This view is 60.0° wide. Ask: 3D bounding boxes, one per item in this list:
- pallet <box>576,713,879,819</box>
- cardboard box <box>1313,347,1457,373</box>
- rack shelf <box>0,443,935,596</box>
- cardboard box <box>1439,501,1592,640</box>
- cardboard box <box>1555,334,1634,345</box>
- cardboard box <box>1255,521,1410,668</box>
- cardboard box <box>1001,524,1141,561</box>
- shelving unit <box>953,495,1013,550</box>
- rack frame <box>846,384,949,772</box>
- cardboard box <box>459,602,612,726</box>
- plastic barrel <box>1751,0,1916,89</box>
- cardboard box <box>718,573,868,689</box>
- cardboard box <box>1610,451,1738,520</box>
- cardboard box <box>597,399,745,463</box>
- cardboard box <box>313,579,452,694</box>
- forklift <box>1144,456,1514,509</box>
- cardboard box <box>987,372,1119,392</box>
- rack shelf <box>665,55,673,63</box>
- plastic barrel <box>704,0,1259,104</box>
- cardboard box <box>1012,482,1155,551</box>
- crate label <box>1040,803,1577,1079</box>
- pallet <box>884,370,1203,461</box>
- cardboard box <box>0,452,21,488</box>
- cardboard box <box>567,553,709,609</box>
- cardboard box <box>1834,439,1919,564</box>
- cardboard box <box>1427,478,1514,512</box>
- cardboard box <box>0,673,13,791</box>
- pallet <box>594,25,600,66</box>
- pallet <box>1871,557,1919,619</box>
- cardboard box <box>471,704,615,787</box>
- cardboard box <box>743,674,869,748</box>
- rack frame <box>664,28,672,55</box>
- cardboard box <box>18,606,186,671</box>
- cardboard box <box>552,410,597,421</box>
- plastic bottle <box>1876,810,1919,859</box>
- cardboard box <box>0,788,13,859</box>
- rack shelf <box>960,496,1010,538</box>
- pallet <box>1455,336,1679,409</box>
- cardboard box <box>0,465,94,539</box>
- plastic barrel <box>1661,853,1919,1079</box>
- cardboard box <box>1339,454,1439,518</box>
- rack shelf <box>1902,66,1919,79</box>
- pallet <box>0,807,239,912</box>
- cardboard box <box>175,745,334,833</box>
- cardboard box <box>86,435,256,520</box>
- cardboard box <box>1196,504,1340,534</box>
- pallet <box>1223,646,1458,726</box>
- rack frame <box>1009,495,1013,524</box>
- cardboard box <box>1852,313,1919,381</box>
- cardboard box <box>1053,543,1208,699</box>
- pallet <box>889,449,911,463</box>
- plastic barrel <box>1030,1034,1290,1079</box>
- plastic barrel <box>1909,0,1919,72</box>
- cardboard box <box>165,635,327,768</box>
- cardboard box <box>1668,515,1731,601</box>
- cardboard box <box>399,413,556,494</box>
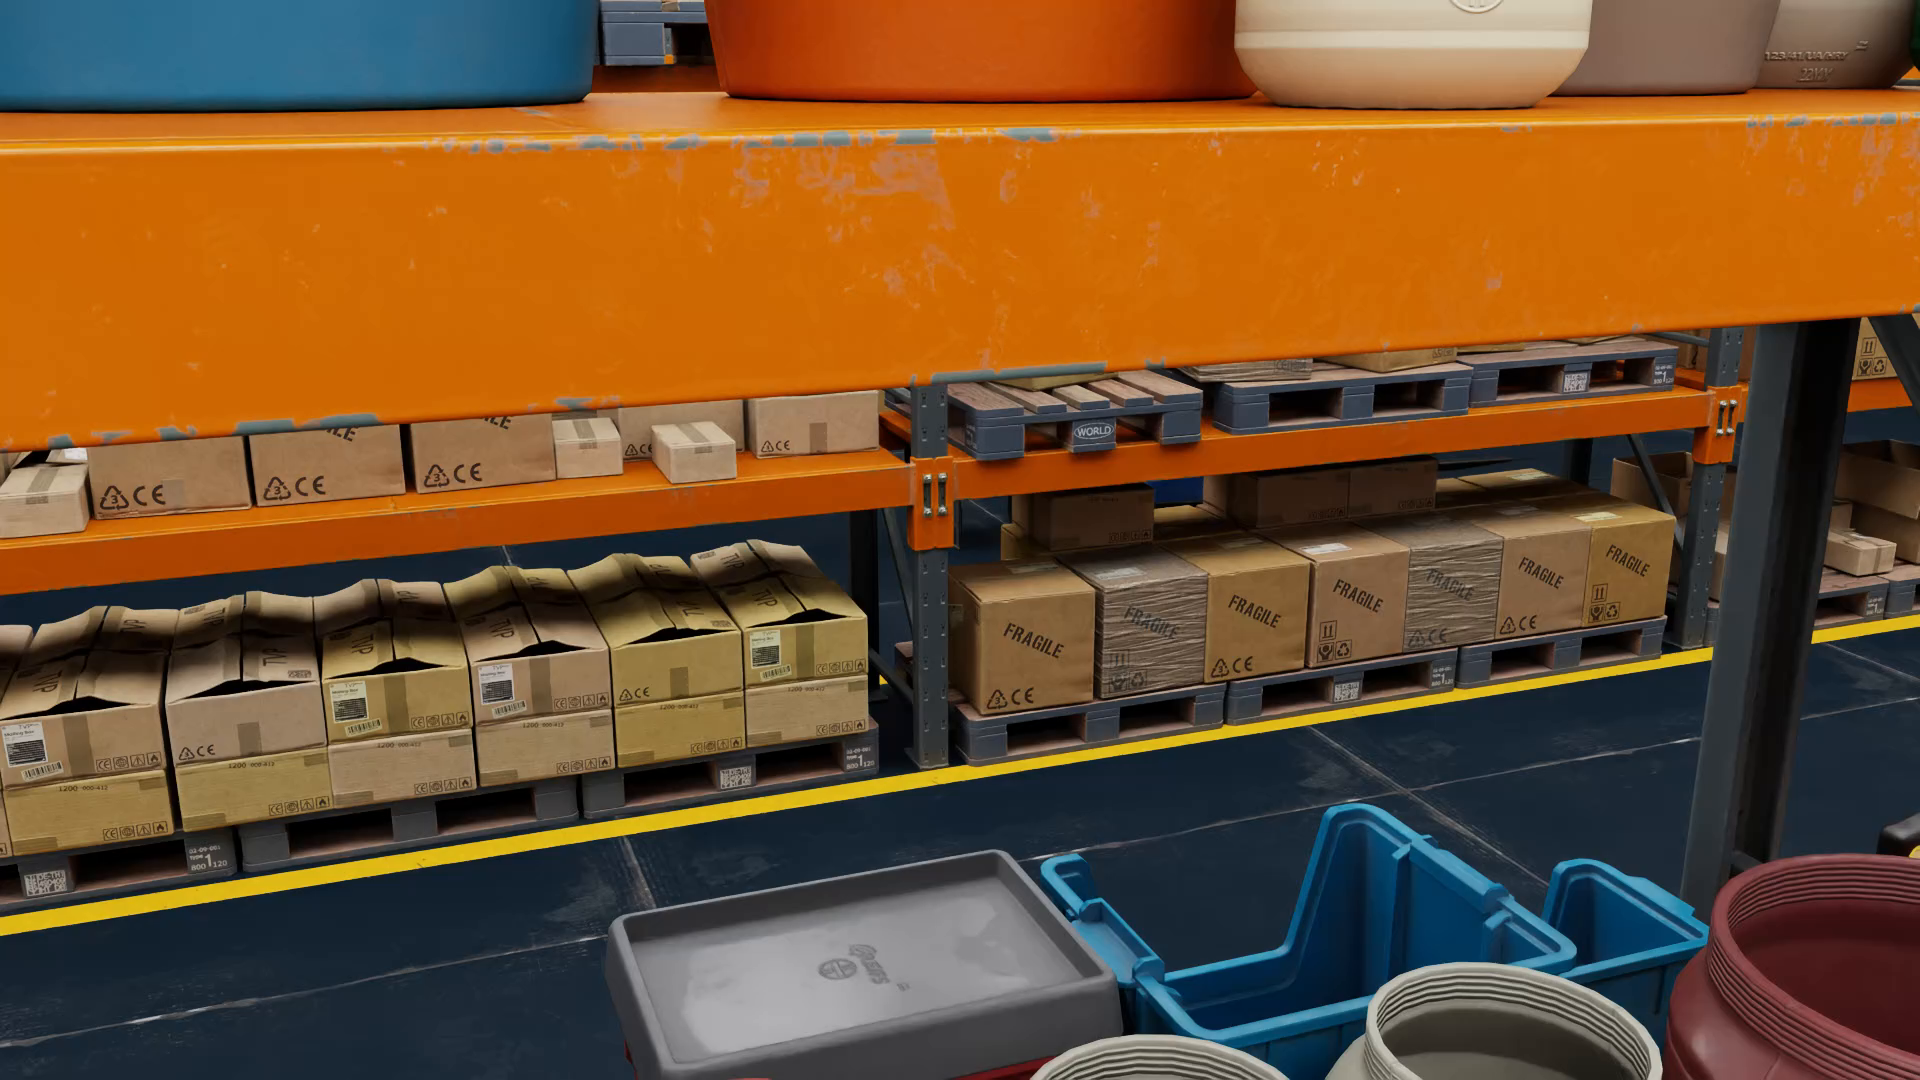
[{"bbox_3d":[-1.065,0.789,7.037,1.213,0.211,1.003,-6,17,-20],"label":"pallet"},{"bbox_3d":[1.826,-1.080,7.530,0.500,0.500,0.700,-11,20,-34],"label":"cardboard box"},{"bbox_3d":[-2.150,-0.075,6.306,4.000,0.370,1.077,-6,17,-20],"label":"rack shelf"},{"bbox_3d":[2.630,0.136,7.967,0.500,0.500,0.500,-6,17,-20],"label":"cardboard box"},{"bbox_3d":[2.931,-1.286,8.230,0.500,0.500,0.700,-14,21,-39],"label":"cardboard box"},{"bbox_3d":[1.688,0.238,7.618,0.500,0.500,0.500,-7,18,-22],"label":"cardboard box"},{"bbox_3d":[0.507,0.210,7.713,0.500,0.500,0.500,-5,17,-18],"label":"cardboard box"},{"bbox_3d":[0.155,-1.024,9.859,0.503,2.100,0.431,-6,17,-20],"label":"shelving unit"},{"bbox_3d":[-0.282,-0.622,6.892,0.127,3.000,1.000,-6,17,-20],"label":"rack frame"},{"bbox_3d":[-1.638,0.449,6.385,0.500,0.311,0.500,-6,17,-20],"label":"cardboard box"},{"bbox_3d":[1.087,-0.860,2.182,0.421,0.512,0.421,0,16,0],"label":"plastic barrel"},{"bbox_3d":[-0.683,0.345,6.741,0.500,0.311,0.500,-6,17,-19],"label":"cardboard box"},{"bbox_3d":[3.884,-0.169,9.005,0.500,0.500,0.500,-6,17,-20],"label":"cardboard box"},{"bbox_3d":[-1.186,-0.540,6.771,0.500,0.311,0.500,-6,18,-21],"label":"cardboard box"},{"bbox_3d":[-2.321,0.361,6.686,0.500,0.311,0.500,-6,18,-21],"label":"cardboard box"},{"bbox_3d":[2.315,-1.554,10.189,3.031,2.935,1.130,-4,17,-13],"label":"forklift"},{"bbox_3d":[0.266,-0.964,7.136,0.500,0.500,0.700,-13,21,-38],"label":"cardboard box"},{"bbox_3d":[-0.190,-3.220,11.694,4.000,0.370,1.077,-6,17,-20],"label":"rack shelf"},{"bbox_3d":[0.032,-0.872,1.657,0.708,0.830,0.600,-6,17,-20],"label":"plastic barrel"},{"bbox_3d":[0.558,-0.156,7.631,0.500,0.250,0.500,-5,17,-18],"label":"cardboard box"},{"bbox_3d":[0.462,0.694,2.349,0.616,0.435,0.502,-6,17,-20],"label":"crate label"},{"bbox_3d":[0.326,-0.616,7.214,1.003,0.211,1.213,-6,17,-20],"label":"pallet"},{"bbox_3d":[-3.573,-0.208,5.748,0.500,0.250,0.500,-5,17,-17],"label":"cardboard box"},{"bbox_3d":[-1.364,0.258,7.036,0.500,0.311,0.500,-7,18,-21],"label":"cardboard box"},{"bbox_3d":[5.206,-0.229,9.204,0.637,0.503,0.797,-6,17,-20],"label":"cardboard box"},{"bbox_3d":[2.420,0.005,8.414,0.500,0.500,0.500,-6,17,-19],"label":"cardboard box"},{"bbox_3d":[-3.542,0.654,5.686,0.500,0.311,0.500,-6,17,-20],"label":"cardboard box"},{"bbox_3d":[-1.927,-1.765,5.796,1.213,0.211,1.003,-5,17,-18],"label":"pallet"},{"bbox_3d":[5.236,0.120,9.315,1.213,0.211,1.003,-6,17,-20],"label":"pallet"},{"bbox_3d":[-1.637,0.716,6.471,0.500,0.250,0.500,-6,17,-19],"label":"cardboard box"},{"bbox_3d":[-0.686,0.613,6.821,0.500,0.250,0.500,-6,17,-19],"label":"cardboard box"},{"bbox_3d":[-2.058,-1.925,11.329,0.127,3.000,1.000,-6,17,-20],"label":"rack frame"},{"bbox_3d":[-3.258,0.460,6.348,0.500,0.311,0.500,-6,17,-19],"label":"cardboard box"},{"bbox_3d":[-2.712,-0.850,11.325,0.500,0.500,0.700,-6,17,-19],"label":"cardboard box"},{"bbox_3d":[1.712,0.585,2.990,0.133,0.283,0.061,-6,17,-20],"label":"plastic bottle"},{"bbox_3d":[-3.552,0.924,5.763,0.500,0.250,0.500,-7,18,-21],"label":"cardboard box"},{"bbox_3d":[0.155,-0.339,10.060,0.480,0.518,0.431,-6,17,-20],"label":"rack shelf"},{"bbox_3d":[2.668,-0.881,8.116,1.213,0.211,1.003,-6,17,-20],"label":"pallet"},{"bbox_3d":[-3.117,-0.133,5.675,0.250,0.149,0.380,-6,17,-20],"label":"cardboard box"},{"bbox_3d":[1.162,0.743,2.003,0.708,0.536,0.600,-6,17,-20],"label":"plastic barrel"},{"bbox_3d":[1.981,-0.311,8.159,0.500,0.250,0.500,-6,17,-20],"label":"cardboard box"},{"bbox_3d":[5.321,-2.321,8.630,4.000,0.370,1.077,-6,17,-20],"label":"rack shelf"},{"bbox_3d":[-3.343,1.035,6.199,1.213,0.211,1.003,-6,17,-20],"label":"pallet"},{"bbox_3d":[-2.591,0.820,6.118,0.500,0.250,0.500,-7,18,-22],"label":"cardboard box"},{"bbox_3d":[-2.802,-0.393,5.934,0.500,0.500,0.500,-5,17,-16],"label":"cardboard box"},{"bbox_3d":[1.479,0.104,8.076,0.500,0.500,0.500,-7,18,-22],"label":"cardboard box"},{"bbox_3d":[1.566,0.529,7.922,1.213,0.211,1.003,-6,17,-20],"label":"pallet"},{"bbox_3d":[0.382,-1.049,9.943,0.015,2.100,0.400,-6,17,-20],"label":"rack frame"},{"bbox_3d":[4.504,-1.105,8.360,0.500,0.500,0.500,-6,17,-19],"label":"cardboard box"},{"bbox_3d":[0.732,0.342,7.267,0.500,0.500,0.500,-7,18,-22],"label":"cardboard box"},{"bbox_3d":[-0.157,-0.768,12.340,1.213,0.211,1.003,-6,17,-20],"label":"pallet"},{"bbox_3d":[0.209,0.831,1.748,0.421,0.512,0.421,0,16,0],"label":"plastic barrel"},{"bbox_3d":[1.275,-0.644,1.921,0.294,0.245,0.294,0,16,0],"label":"plastic barrel"},{"bbox_3d":[-2.590,0.553,6.032,0.500,0.311,0.500,-7,18,-22],"label":"cardboard box"},{"bbox_3d":[3.923,0.069,8.532,0.500,0.311,0.500,-6,17,-20],"label":"cardboard box"},{"bbox_3d":[-1.843,-0.496,6.287,0.500,0.500,0.500,-7,18,-23],"label":"cardboard box"}]
